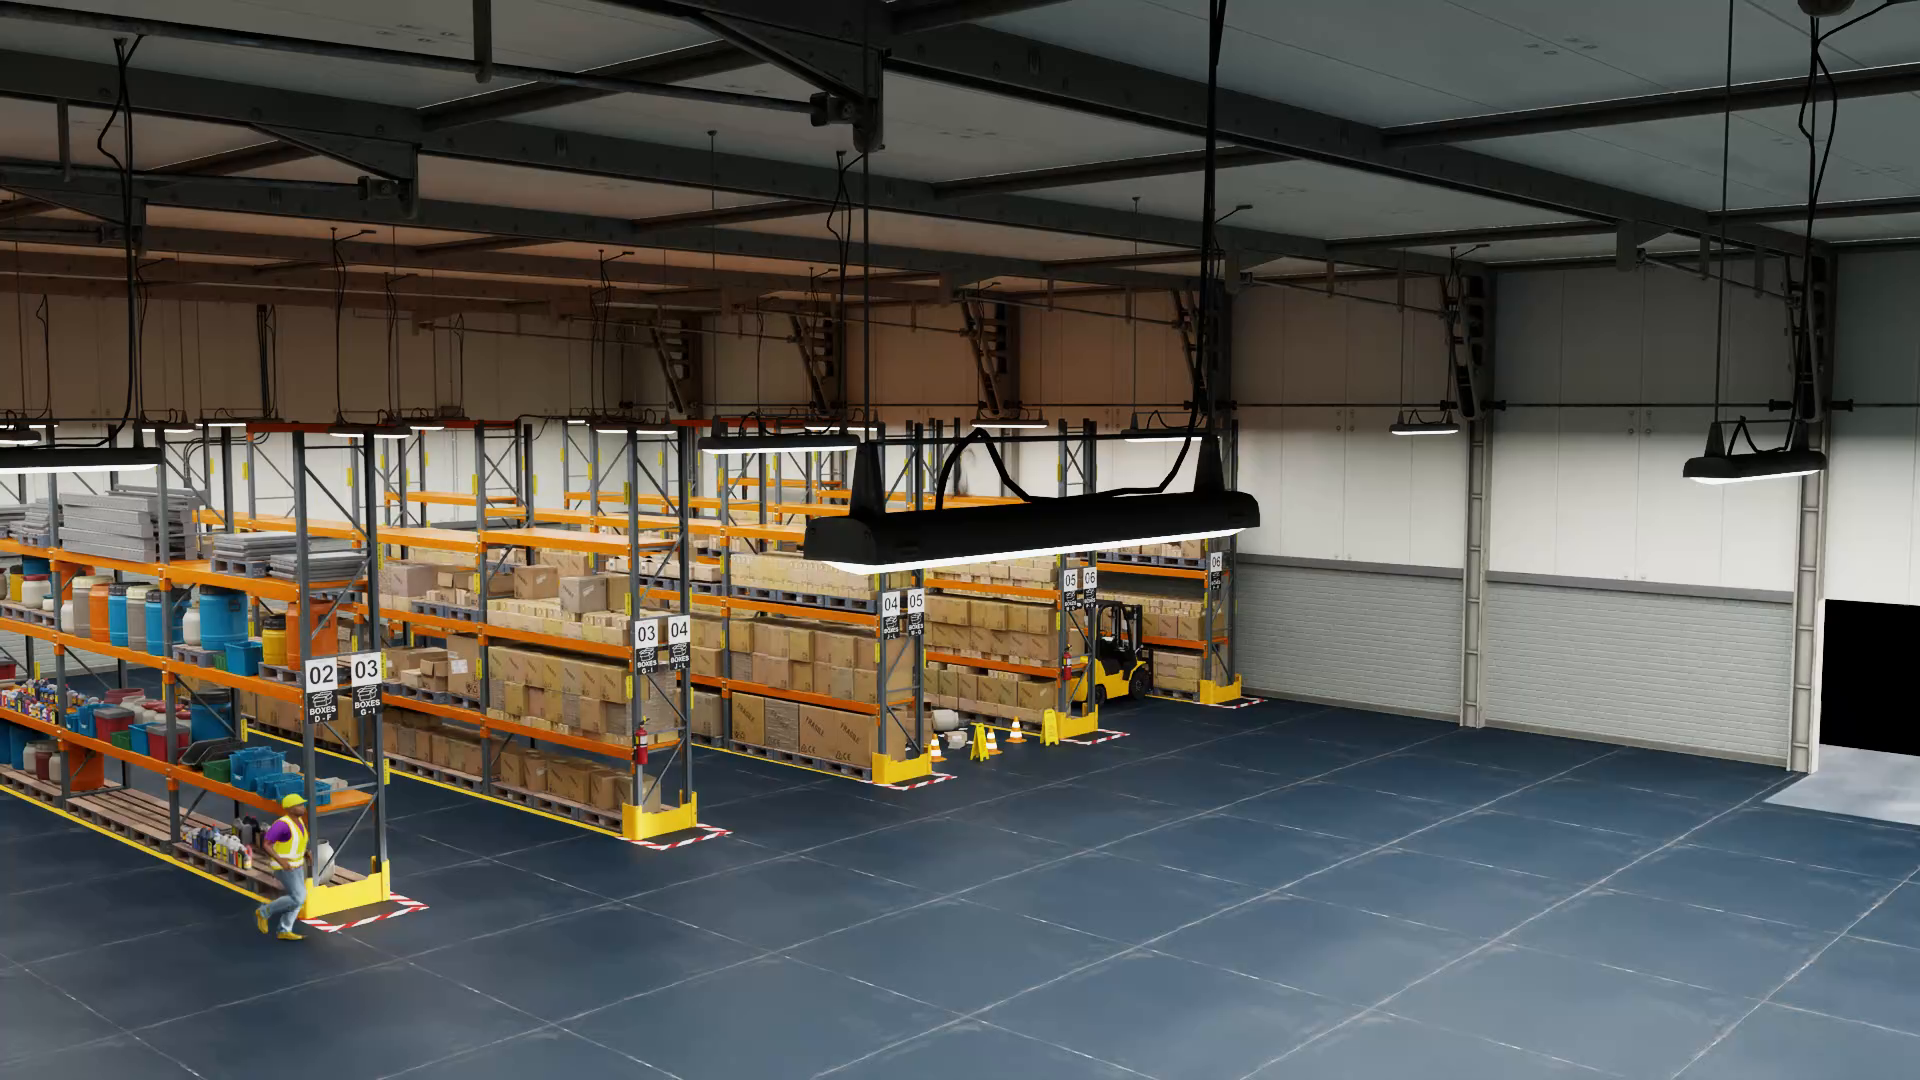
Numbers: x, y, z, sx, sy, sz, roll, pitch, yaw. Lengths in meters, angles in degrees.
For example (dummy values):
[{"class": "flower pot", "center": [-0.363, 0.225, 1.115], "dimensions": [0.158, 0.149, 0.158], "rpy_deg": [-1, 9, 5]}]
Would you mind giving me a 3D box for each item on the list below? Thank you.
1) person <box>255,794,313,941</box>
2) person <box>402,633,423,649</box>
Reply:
[{"class": "person", "center": [-8.025, 3.874, 19.778], "dimensions": [0.597, 1.719, 0.702], "rpy_deg": [0, 5, -1]}, {"class": "person", "center": [-13.240, 2.235, 40.169], "dimensions": [0.794, 1.628, 0.654], "rpy_deg": [-1, 5, -12]}]
